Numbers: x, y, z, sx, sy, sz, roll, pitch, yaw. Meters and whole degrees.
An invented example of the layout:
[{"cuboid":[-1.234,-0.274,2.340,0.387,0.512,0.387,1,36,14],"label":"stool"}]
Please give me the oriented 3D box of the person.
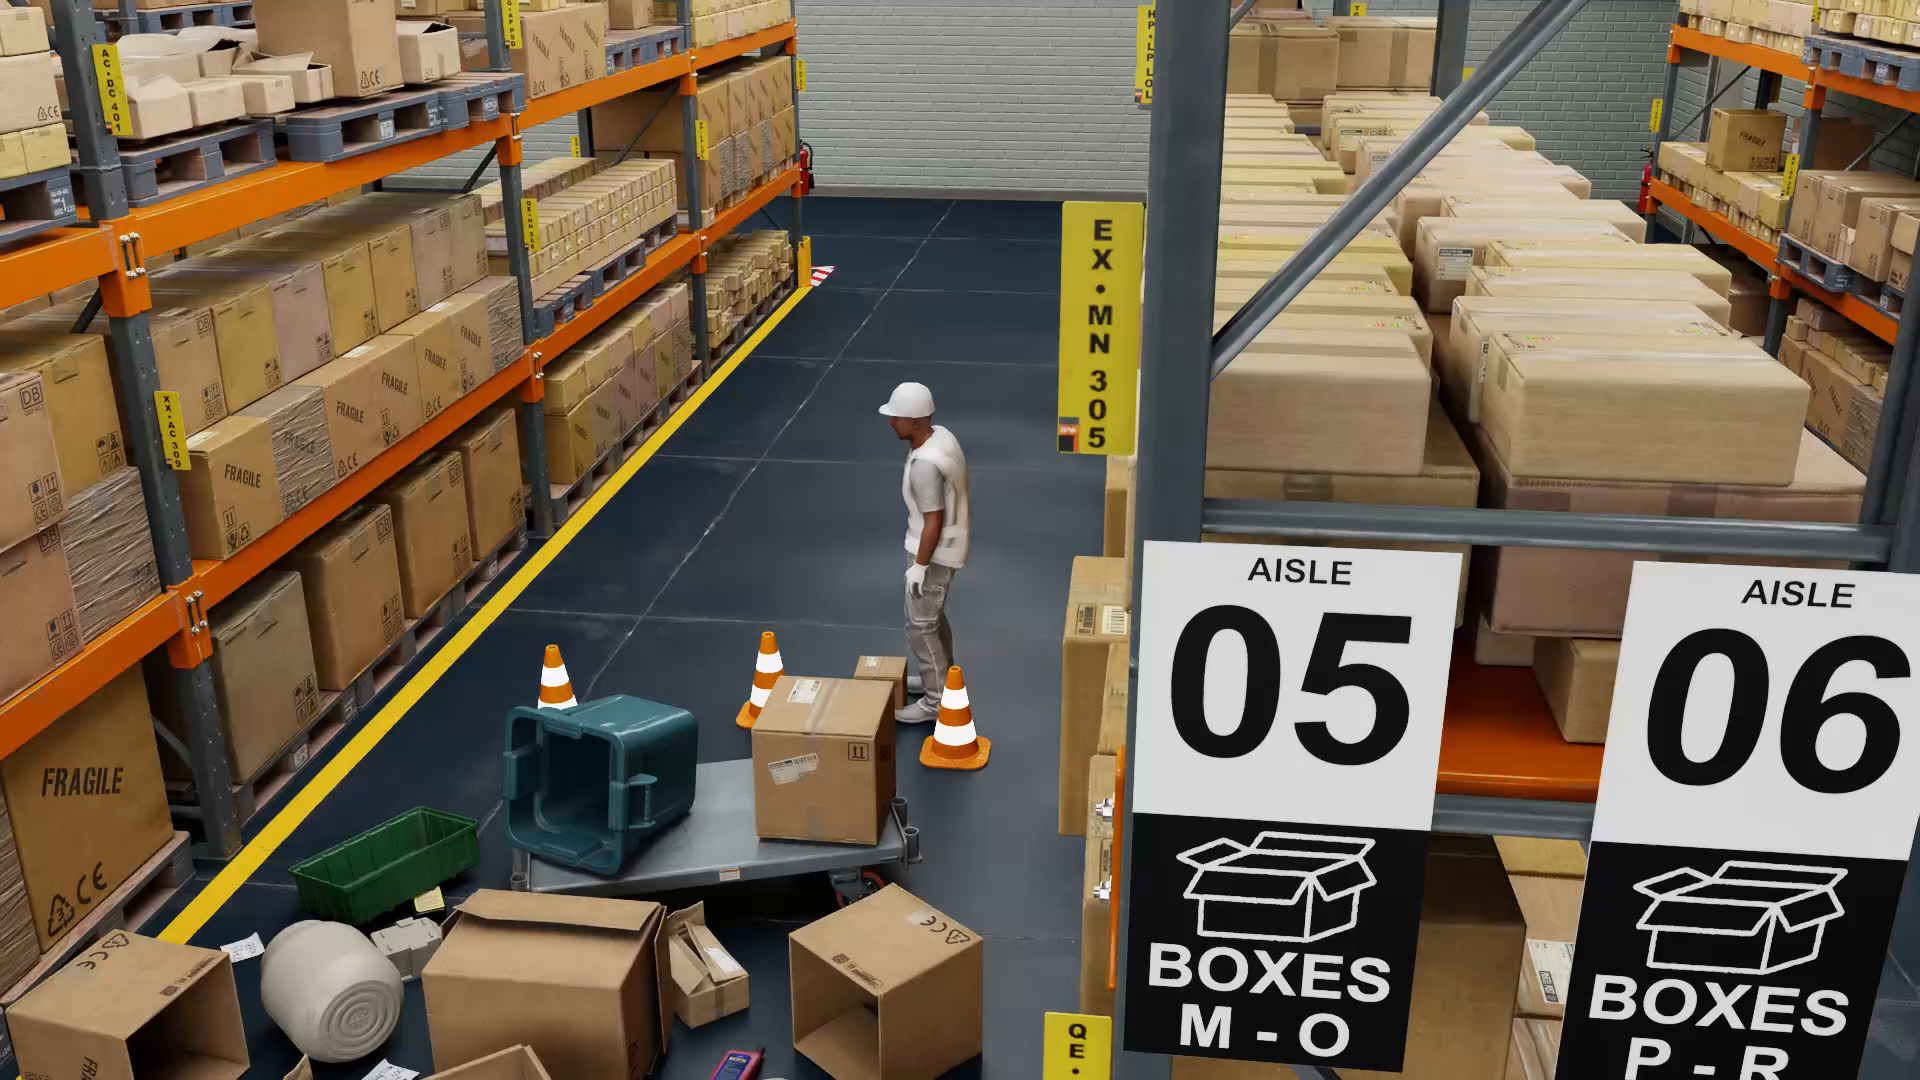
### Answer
[{"cuboid":[-0.170,0.056,8.420,0.447,1.774,0.615,1,21,3],"label":"person"}]
